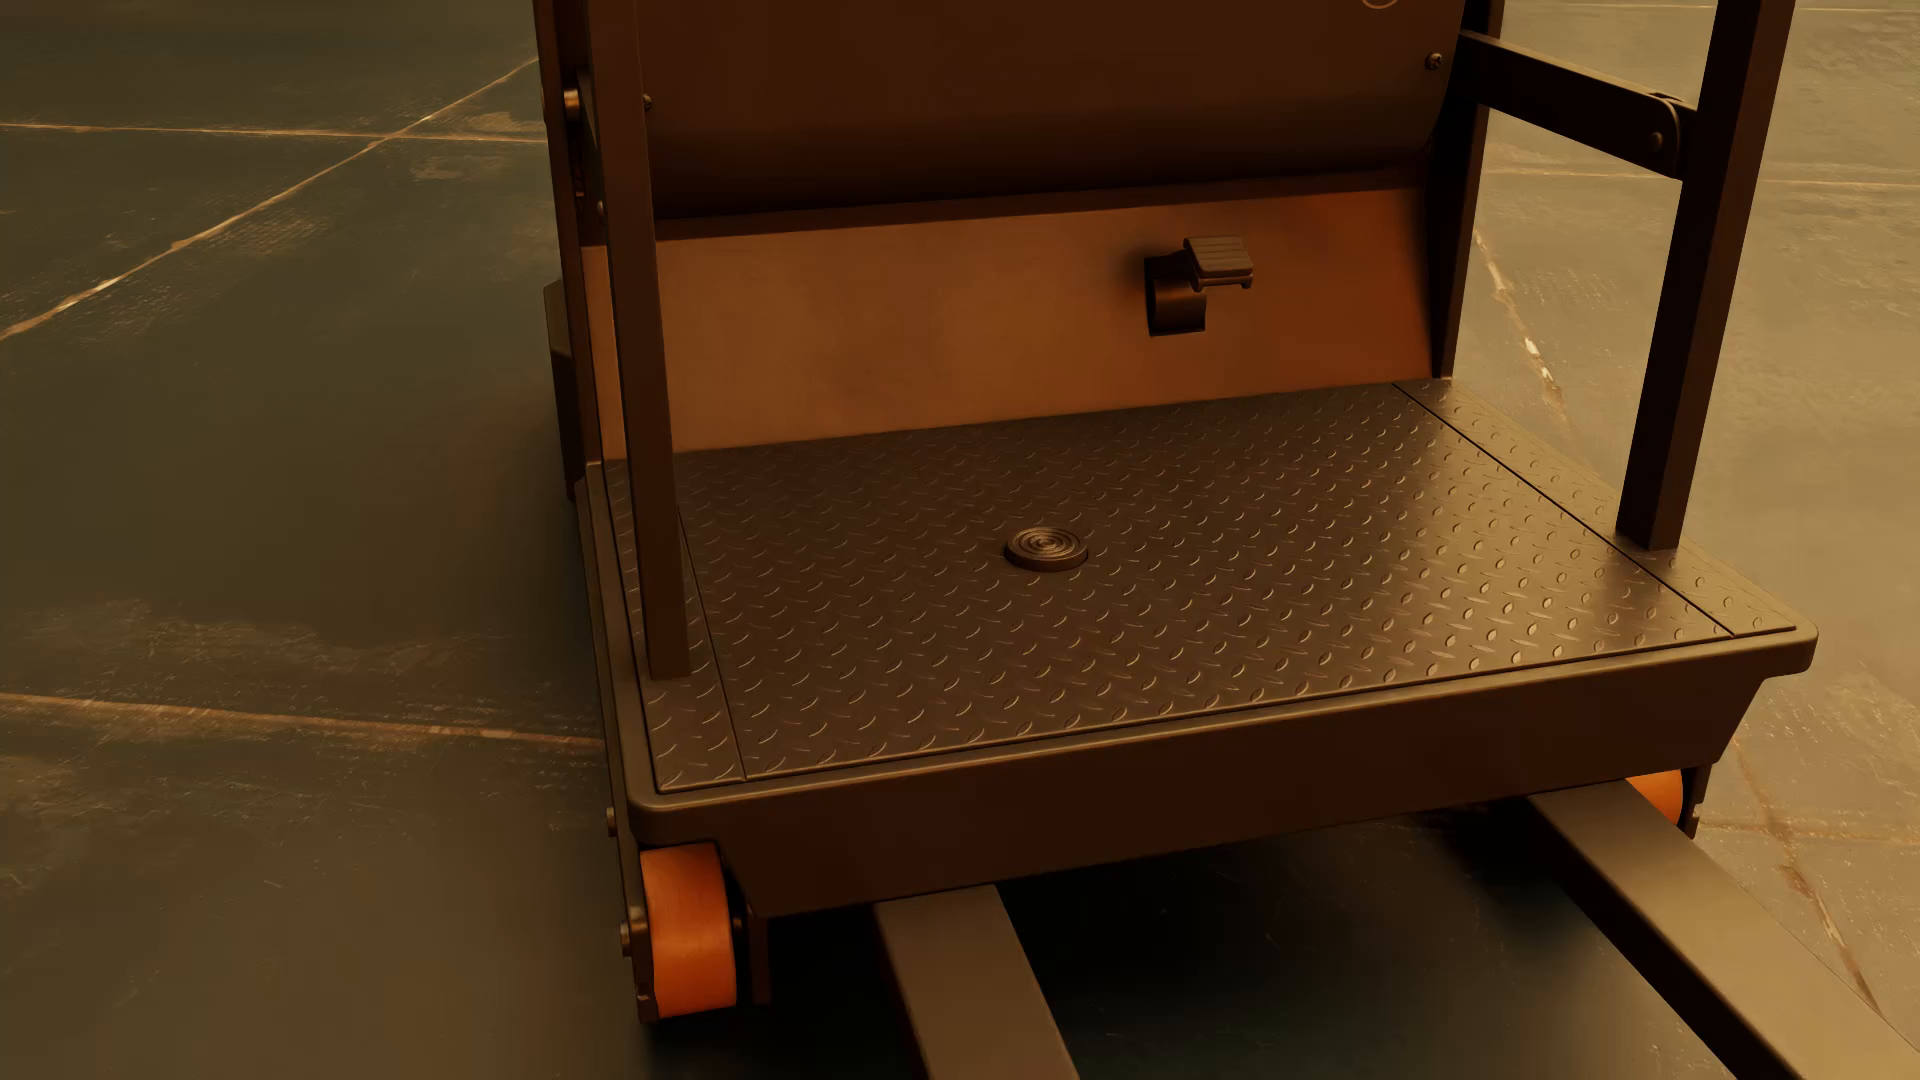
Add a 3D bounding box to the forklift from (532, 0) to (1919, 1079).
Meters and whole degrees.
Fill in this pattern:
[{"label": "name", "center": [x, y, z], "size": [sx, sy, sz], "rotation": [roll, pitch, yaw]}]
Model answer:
[{"label": "forklift", "center": [0.153, -1.049, 1.319], "size": [1.130, 2.935, 3.031], "rotation": [-7, 27, -13]}]
